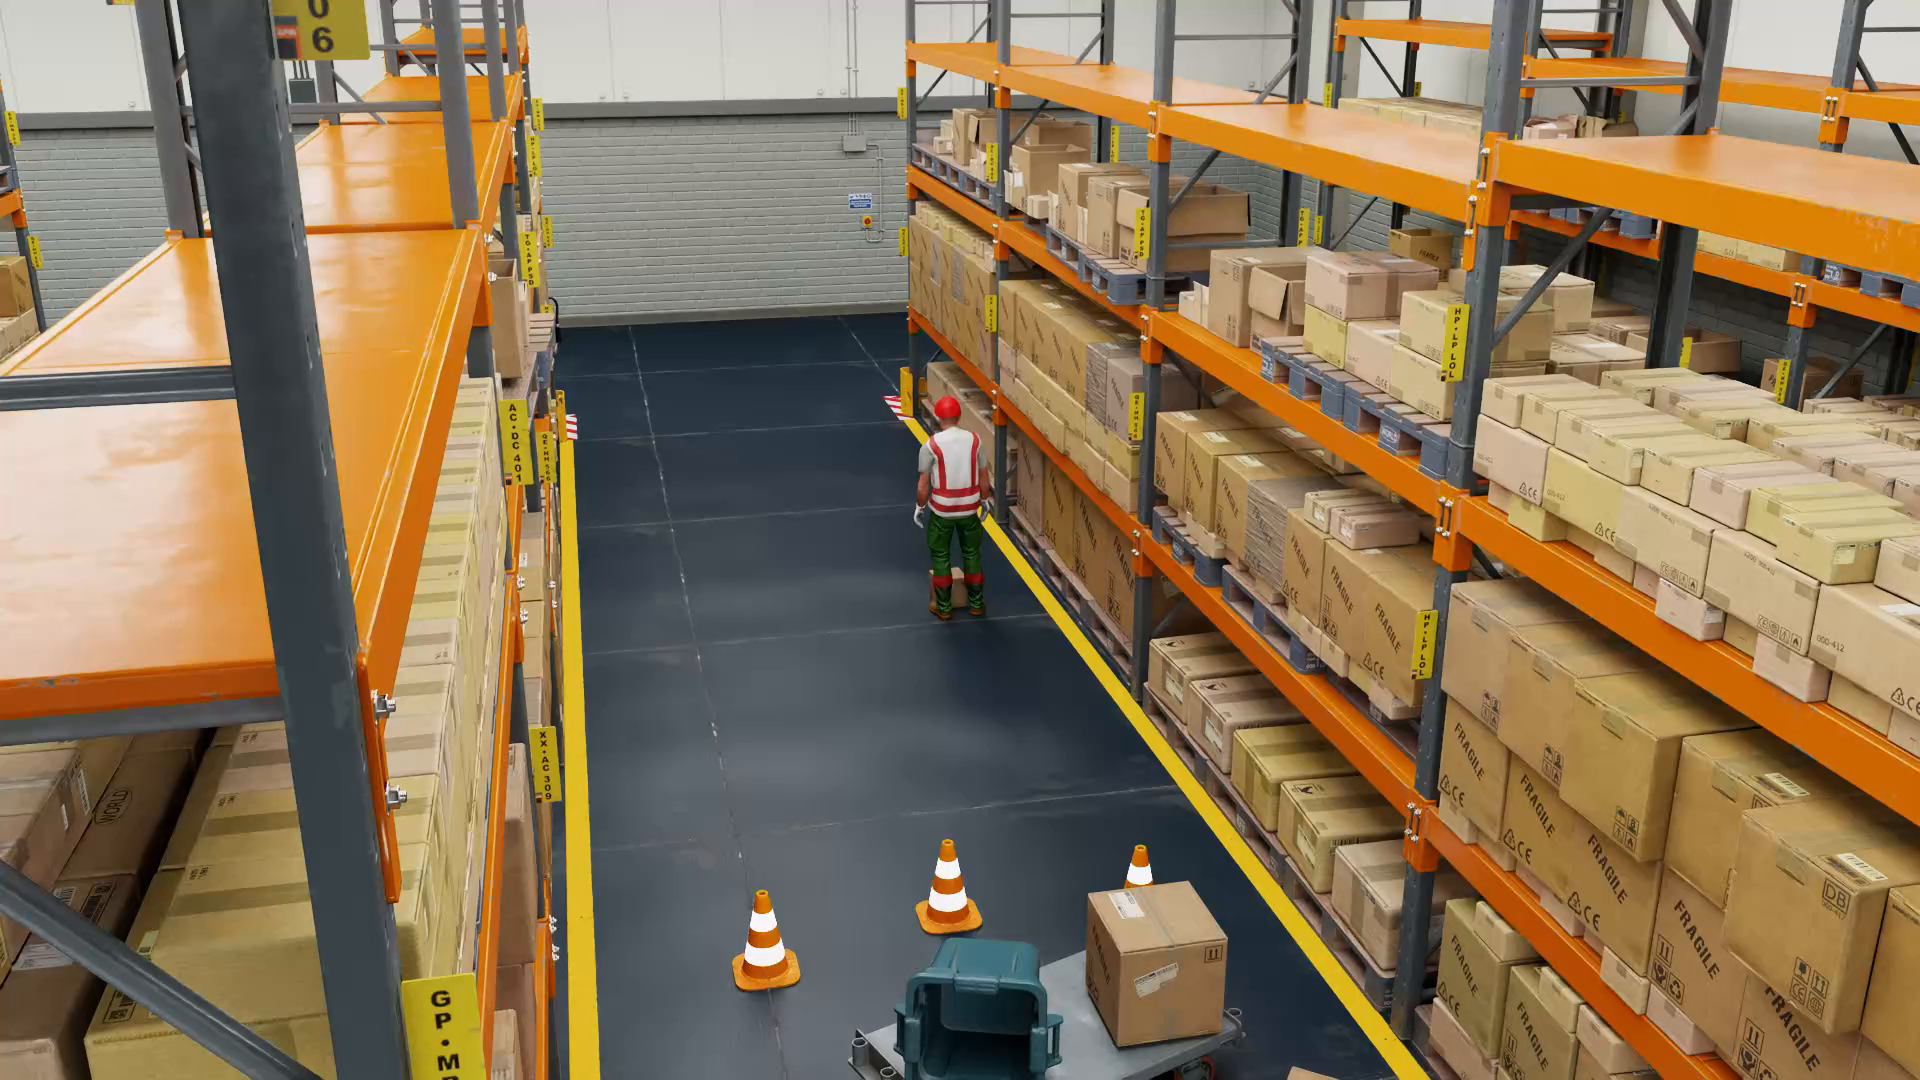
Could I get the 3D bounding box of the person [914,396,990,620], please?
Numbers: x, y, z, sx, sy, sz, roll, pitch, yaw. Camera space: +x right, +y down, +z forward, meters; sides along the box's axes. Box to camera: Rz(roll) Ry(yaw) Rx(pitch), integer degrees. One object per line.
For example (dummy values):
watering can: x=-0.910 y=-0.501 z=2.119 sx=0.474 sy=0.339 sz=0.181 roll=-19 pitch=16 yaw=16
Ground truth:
person: x=-0.057 y=-0.254 z=13.085 sx=0.623 sy=1.780 sz=0.446 roll=-5 pitch=20 yaw=-15
